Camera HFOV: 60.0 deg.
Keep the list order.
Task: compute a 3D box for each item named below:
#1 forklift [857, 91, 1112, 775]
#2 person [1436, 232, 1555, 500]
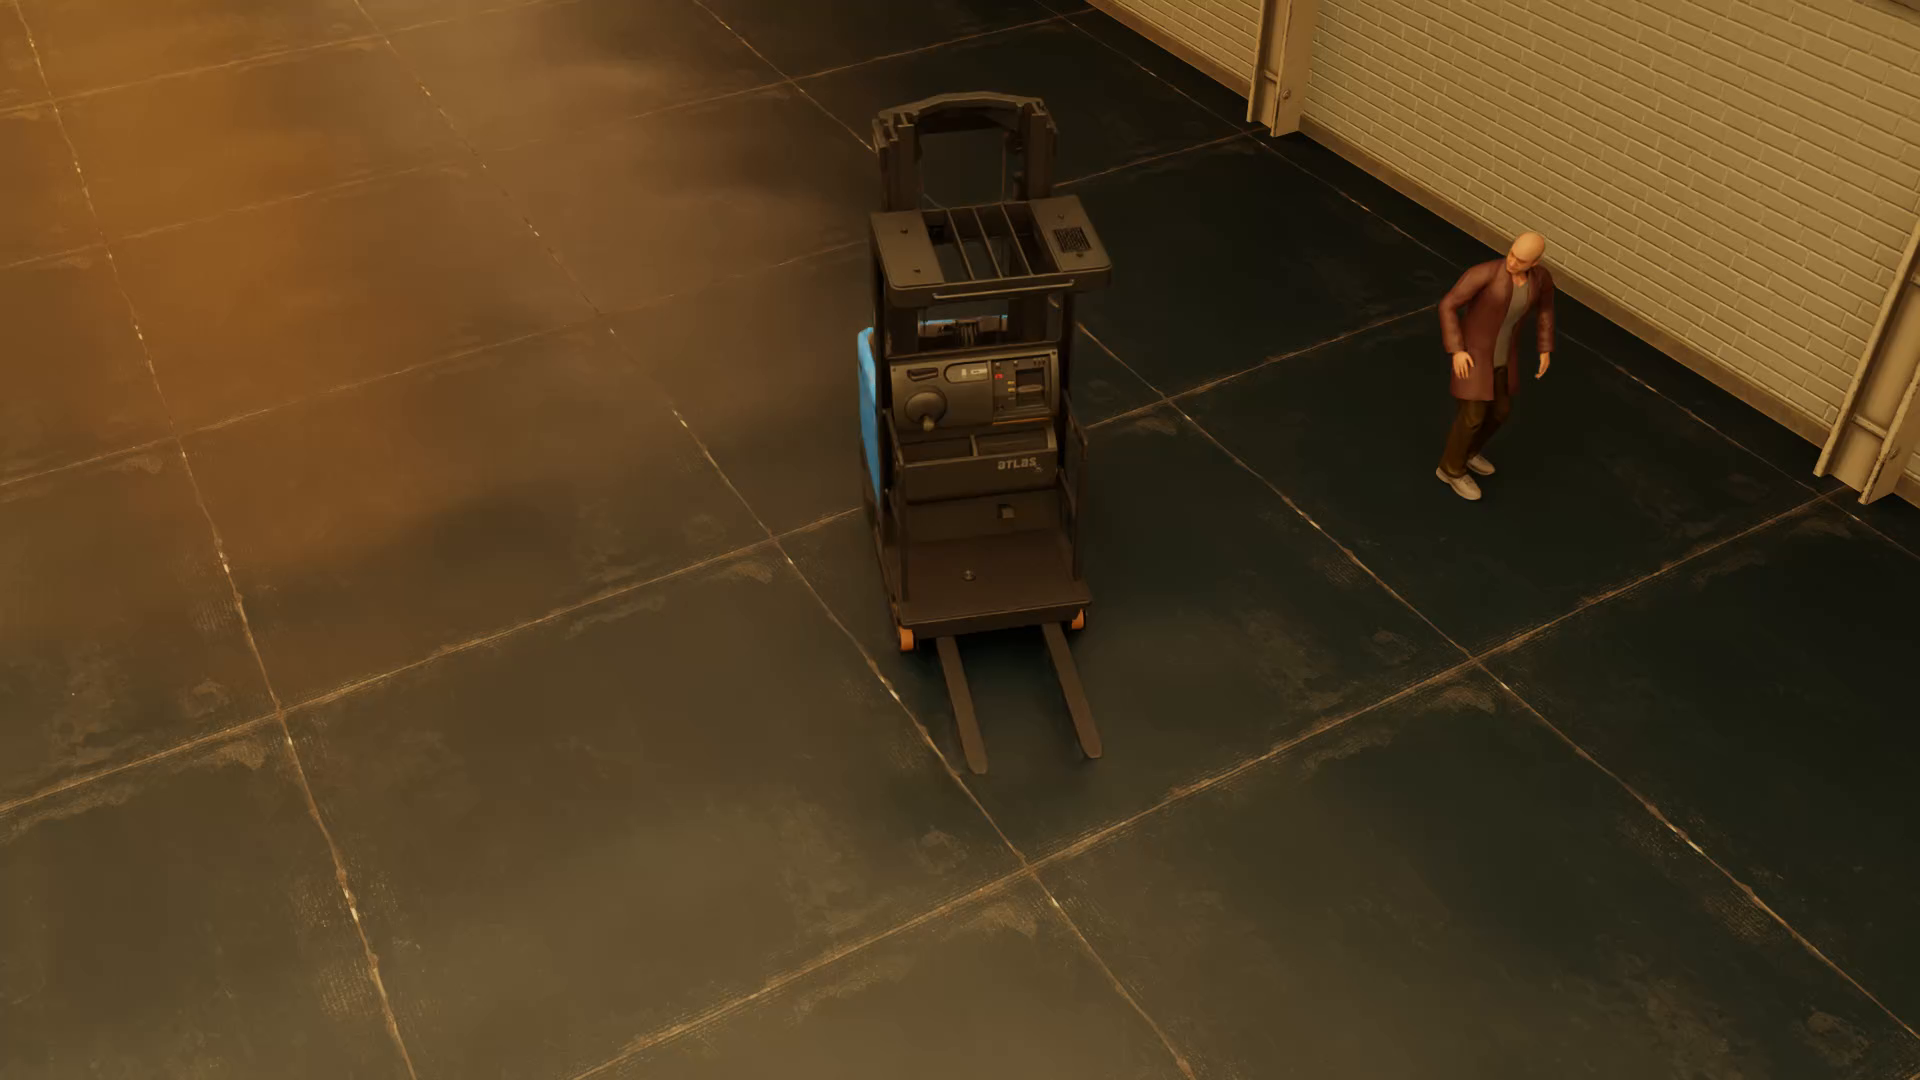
[{"bbox_3d":[0.126,-0.743,8.932,1.130,2.935,3.031,-7,40,-8],"label":"forklift"},{"bbox_3d":[3.342,-1.072,10.322,0.790,1.674,0.545,-16,42,-18],"label":"person"}]
